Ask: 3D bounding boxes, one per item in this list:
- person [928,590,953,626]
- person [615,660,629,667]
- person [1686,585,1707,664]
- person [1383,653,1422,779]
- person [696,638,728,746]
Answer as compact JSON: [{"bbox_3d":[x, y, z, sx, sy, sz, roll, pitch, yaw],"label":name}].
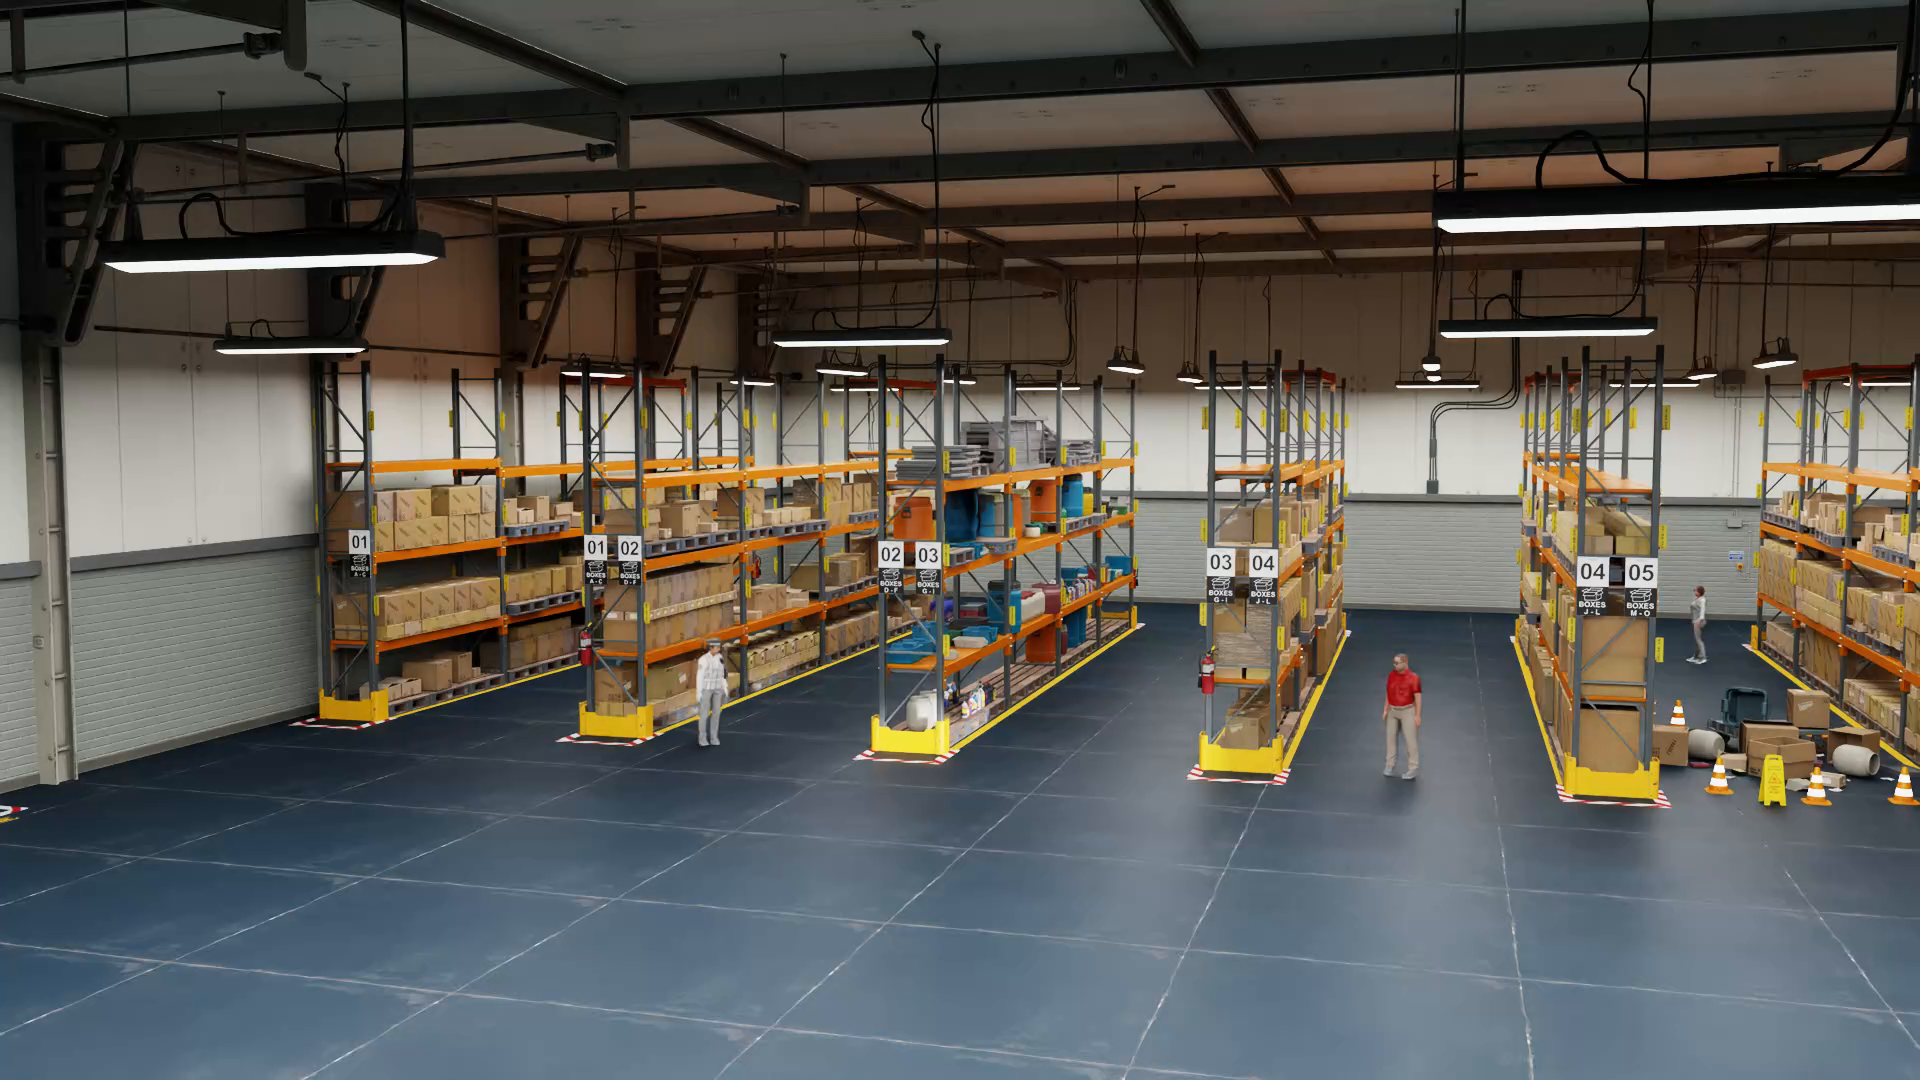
[{"bbox_3d":[-0.394,1.763,33.539,0.628,1.608,1.006,1,4,16],"label":"person"},{"bbox_3d":[-6.845,1.758,33.382,0.507,1.732,1.007,1,4,19],"label":"person"},{"bbox_3d":[15.297,1.763,34.517,0.360,1.613,0.505,1,4,20],"label":"person"},{"bbox_3d":[6.205,2.460,23.430,0.415,1.732,0.586,-4,5,-41],"label":"person"},{"bbox_3d":[-3.850,2.337,25.729,0.528,1.673,0.390,-4,6,-45],"label":"person"}]
